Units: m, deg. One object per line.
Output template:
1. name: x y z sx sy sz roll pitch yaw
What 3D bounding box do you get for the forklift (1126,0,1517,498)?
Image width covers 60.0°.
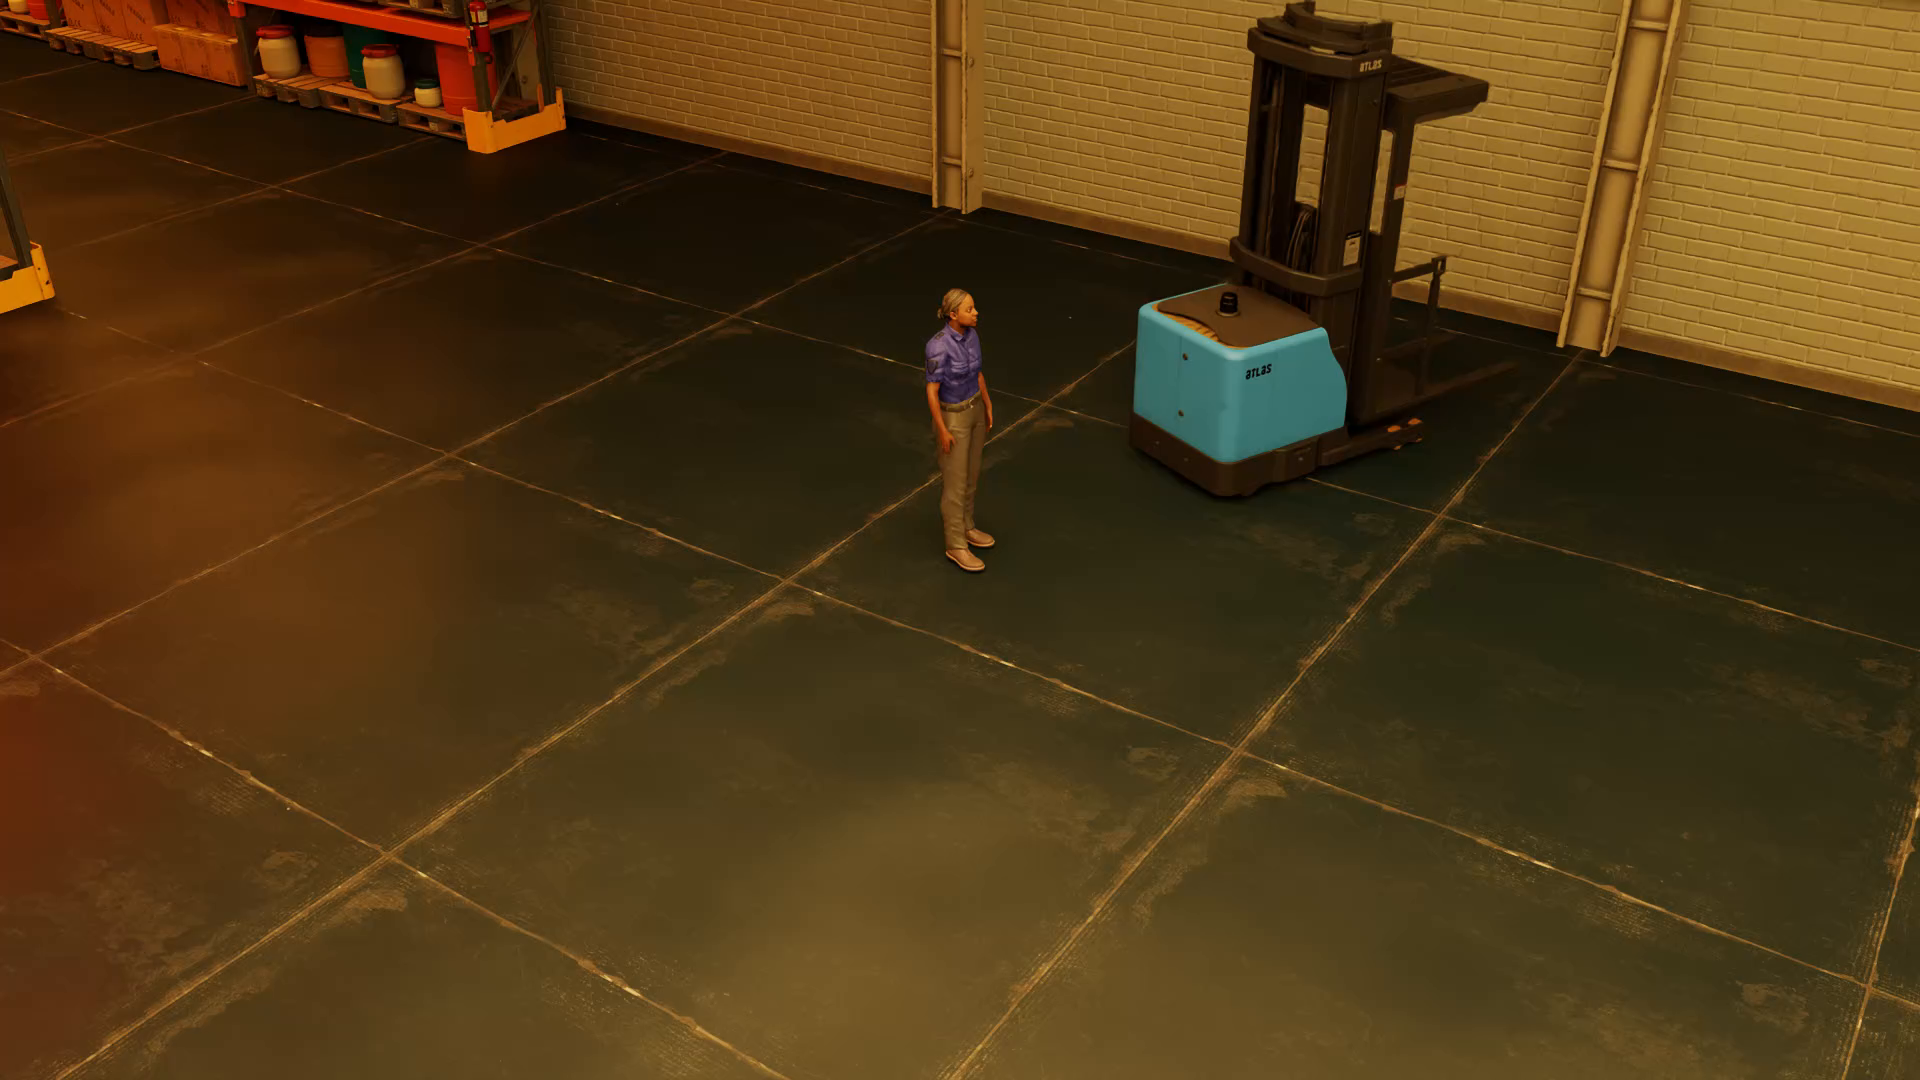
1. forklift: 2.668 -2.096 11.190 3.031 2.935 1.130 -18 35 -28

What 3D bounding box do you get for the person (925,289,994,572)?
1. person: 0.062 -0.689 10.025 0.503 1.655 0.570 19 35 29
